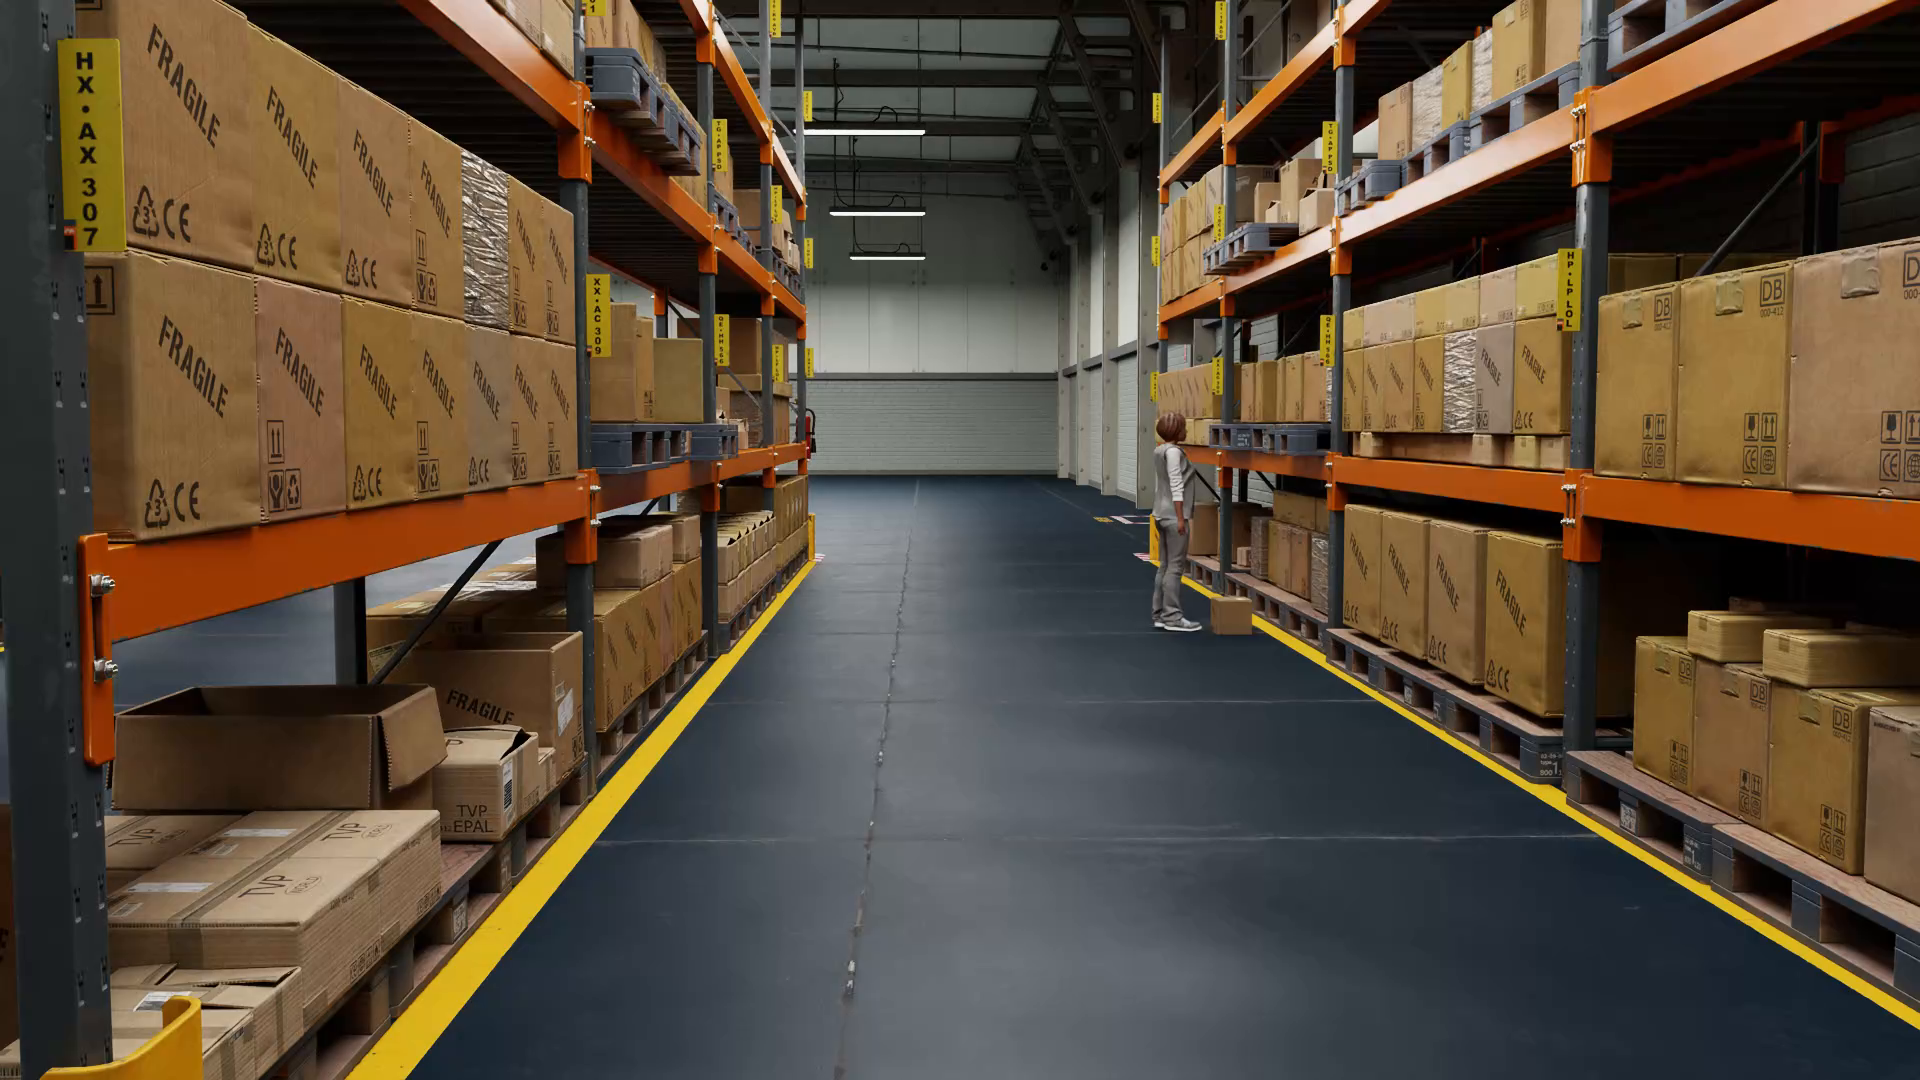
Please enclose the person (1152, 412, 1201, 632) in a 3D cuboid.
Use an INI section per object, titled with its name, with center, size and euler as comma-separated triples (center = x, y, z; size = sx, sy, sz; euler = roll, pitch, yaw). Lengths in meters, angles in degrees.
[person]
center = 1.578, -0.140, 12.207
size = 0.318, 1.603, 0.409
euler = -1, 4, -9
